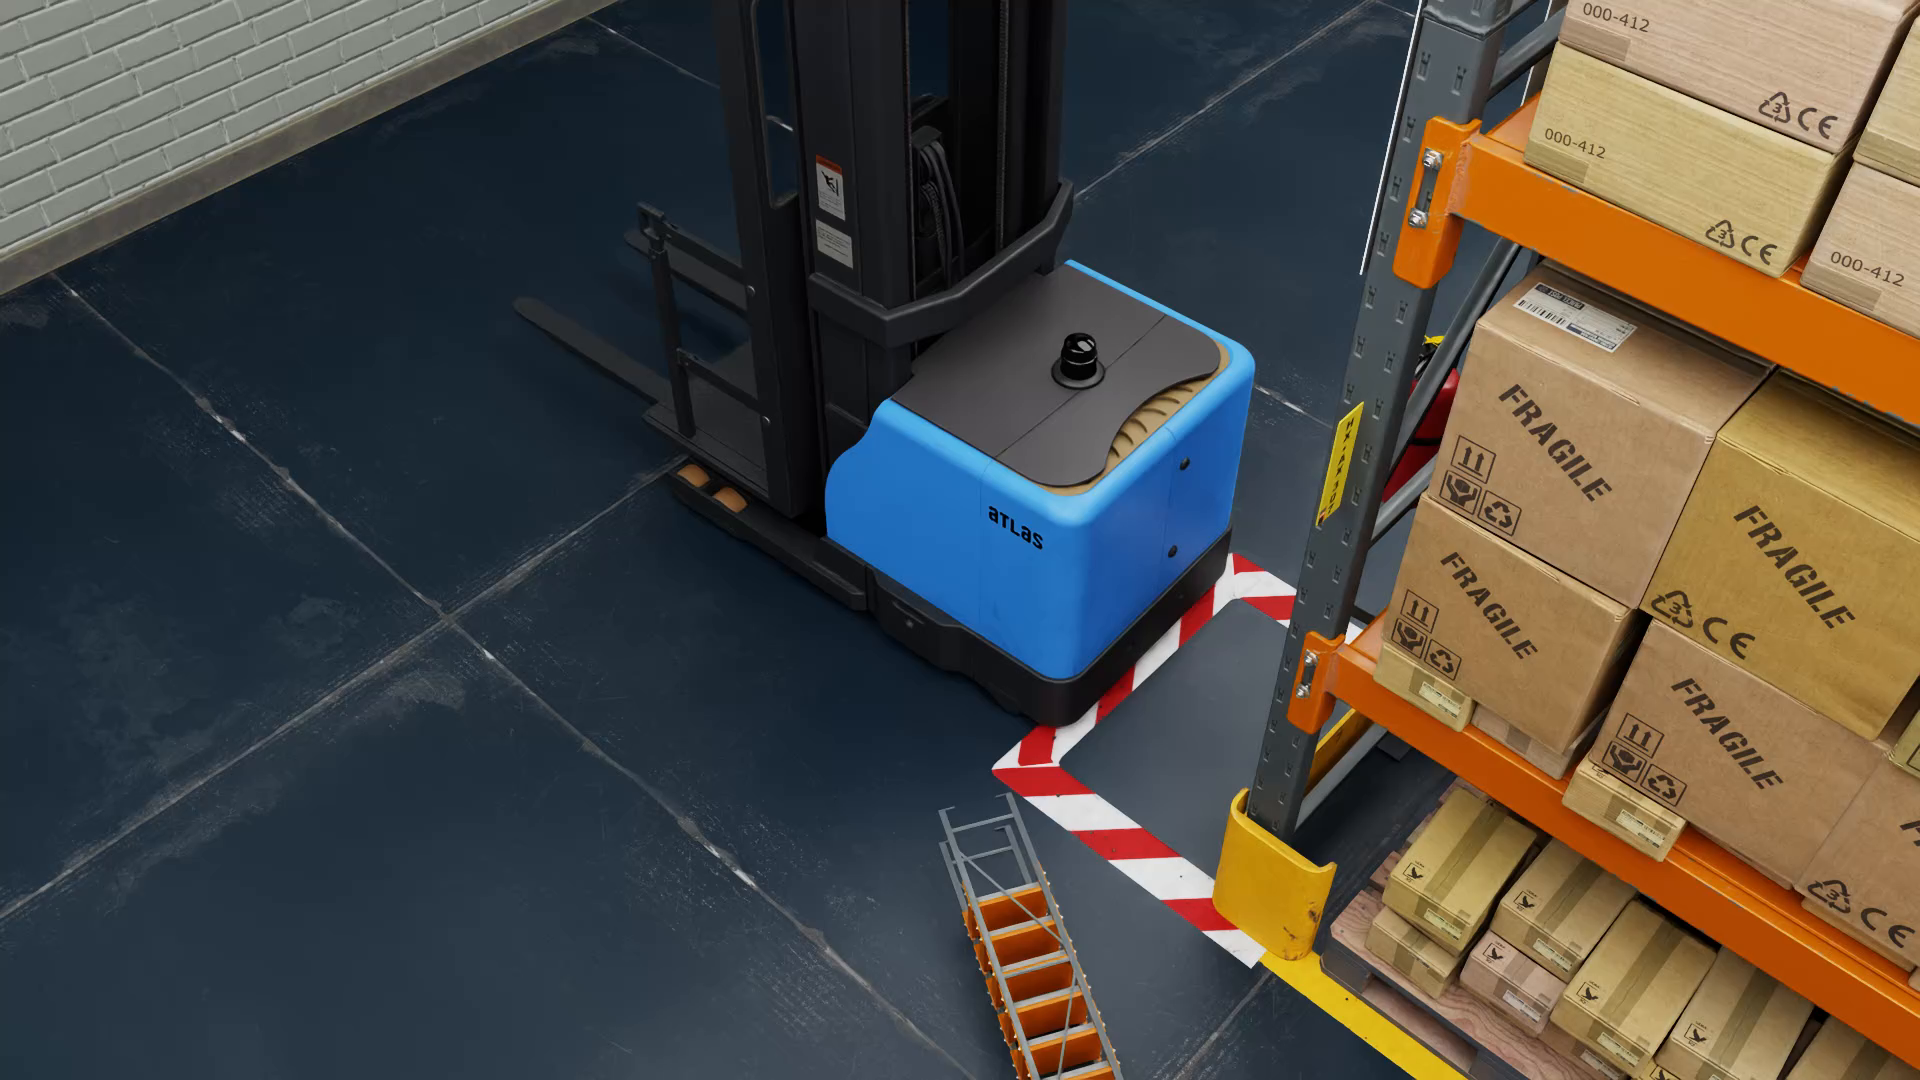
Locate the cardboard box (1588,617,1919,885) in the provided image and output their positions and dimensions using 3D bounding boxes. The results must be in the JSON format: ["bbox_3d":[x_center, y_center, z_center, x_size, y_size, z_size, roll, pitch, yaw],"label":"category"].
[{"bbox_3d":[1.780,0.321,3.618,0.500,0.500,0.500,34,55,28],"label":"cardboard box"}]

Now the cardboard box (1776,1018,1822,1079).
[{"bbox_3d":[2.215,1.468,4.278,0.250,0.149,0.380,31,54,26],"label":"cardboard box"}]

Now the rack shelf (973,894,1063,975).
[{"bbox_3d":[0.174,1.188,5.002,0.258,0.180,0.103,-13,48,-12],"label":"rack shelf"}]

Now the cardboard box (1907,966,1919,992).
[{"bbox_3d":[2.247,0.862,3.555,0.250,0.149,0.380,33,55,27],"label":"cardboard box"}]

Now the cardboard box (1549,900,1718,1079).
[{"bbox_3d":[1.764,1.171,4.353,0.250,0.149,0.380,34,55,28],"label":"cardboard box"}]

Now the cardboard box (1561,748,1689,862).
[{"bbox_3d":[1.619,0.523,3.873,0.250,0.149,0.380,32,55,27],"label":"cardboard box"}]

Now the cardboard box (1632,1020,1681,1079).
[{"bbox_3d":[1.955,1.387,4.353,0.250,0.149,0.380,36,56,29],"label":"cardboard box"}]

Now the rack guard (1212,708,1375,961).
[{"bbox_3d":[1.283,0.729,5.222,0.348,0.500,1.175,34,55,28],"label":"rack guard"}]

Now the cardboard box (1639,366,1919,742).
[{"bbox_3d":[1.752,-0.032,3.264,0.500,0.500,0.500,36,56,29],"label":"cardboard box"}]

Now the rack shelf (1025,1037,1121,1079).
[{"bbox_3d":[0.313,1.522,4.688,0.258,0.180,0.103,-13,48,-12],"label":"rack shelf"}]

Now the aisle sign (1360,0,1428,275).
[{"bbox_3d":[0.970,-0.929,3.282,0.004,0.787,0.394,34,55,28],"label":"aisle sign"}]

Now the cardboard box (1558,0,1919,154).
[{"bbox_3d":[1.380,-0.949,2.786,0.500,0.250,0.500,35,56,28],"label":"cardboard box"}]

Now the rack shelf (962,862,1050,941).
[{"bbox_3d":[0.139,1.104,5.081,0.258,0.180,0.103,-13,48,-12],"label":"rack shelf"}]

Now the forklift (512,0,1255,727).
[{"bbox_3d":[-0.481,-1.300,5.460,3.031,2.935,1.130,32,54,26],"label":"forklift"}]

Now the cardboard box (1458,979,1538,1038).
[{"bbox_3d":[1.643,1.184,4.748,0.250,0.149,0.380,34,55,28],"label":"cardboard box"}]

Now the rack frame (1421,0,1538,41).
[{"bbox_3d":[1.227,-2.217,2.159,0.127,3.000,1.000,34,55,28],"label":"rack frame"}]

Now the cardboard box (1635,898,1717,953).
[{"bbox_3d":[1.840,1.202,4.527,0.250,0.149,0.380,35,56,28],"label":"cardboard box"}]

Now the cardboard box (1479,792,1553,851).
[{"bbox_3d":[1.755,0.817,5.093,0.250,0.149,0.380,35,56,28],"label":"cardboard box"}]

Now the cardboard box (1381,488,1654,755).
[{"bbox_3d":[1.369,0.070,3.854,0.500,0.500,0.500,-36,56,-29],"label":"cardboard box"}]

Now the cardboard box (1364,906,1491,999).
[{"bbox_3d":[1.395,1.099,4.828,0.250,0.149,0.380,35,56,28],"label":"cardboard box"}]

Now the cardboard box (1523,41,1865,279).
[{"bbox_3d":[1.383,-0.780,2.970,0.500,0.250,0.500,36,56,29],"label":"cardboard box"}]

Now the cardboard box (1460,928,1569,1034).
[{"bbox_3d":[1.601,1.129,4.596,0.250,0.149,0.380,34,55,28],"label":"cardboard box"}]

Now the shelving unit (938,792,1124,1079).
[{"bbox_3d":[0.221,1.302,4.894,0.258,0.189,1.200,-13,48,-12],"label":"shelving unit"}]

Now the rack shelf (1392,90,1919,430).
[{"bbox_3d":[2.696,0.045,2.587,4.000,0.370,1.077,34,55,28],"label":"rack shelf"}]

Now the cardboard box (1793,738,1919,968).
[{"bbox_3d":[2.131,0.570,3.385,0.500,0.500,0.500,35,56,28],"label":"cardboard box"}]

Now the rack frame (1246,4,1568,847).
[{"bbox_3d":[1.227,-0.164,4.346,0.127,3.000,1.000,34,55,28],"label":"rack frame"}]

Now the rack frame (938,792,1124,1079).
[{"bbox_3d":[0.221,1.240,4.828,0.240,0.006,1.200,-13,48,-12],"label":"rack frame"}]

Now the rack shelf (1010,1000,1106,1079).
[{"bbox_3d":[0.278,1.439,4.766,0.258,0.180,0.103,-13,48,-12],"label":"rack shelf"}]

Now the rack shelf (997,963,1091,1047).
[{"bbox_3d":[0.243,1.355,4.845,0.258,0.180,0.103,-13,48,-12],"label":"rack shelf"}]

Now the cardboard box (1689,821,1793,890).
[{"bbox_3d":[1.902,0.578,3.822,0.380,0.149,0.250,-36,56,-29],"label":"cardboard box"}]

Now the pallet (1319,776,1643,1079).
[{"bbox_3d":[1.856,1.249,4.933,1.213,0.211,1.003,34,55,28],"label":"pallet"}]

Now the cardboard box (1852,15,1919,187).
[{"bbox_3d":[1.757,-0.697,2.549,0.500,0.250,0.500,33,55,27],"label":"cardboard box"}]

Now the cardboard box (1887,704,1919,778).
[{"bbox_3d":[2.119,0.237,3.011,0.500,0.500,0.500,33,55,27],"label":"cardboard box"}]

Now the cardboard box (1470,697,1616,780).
[{"bbox_3d":[1.458,0.362,4.025,0.250,0.149,0.380,36,56,29],"label":"cardboard box"}]

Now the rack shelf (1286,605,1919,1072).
[{"bbox_3d":[2.696,1.071,3.680,4.000,0.370,1.077,34,55,28],"label":"rack shelf"}]

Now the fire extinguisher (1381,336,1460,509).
[{"bbox_3d":[1.355,-0.382,4.859,0.183,0.674,0.296,34,55,28],"label":"fire extinguisher"}]

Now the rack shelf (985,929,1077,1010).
[{"bbox_3d":[0.208,1.271,4.924,0.258,0.180,0.103,-13,48,-12],"label":"rack shelf"}]

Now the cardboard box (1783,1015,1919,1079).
[{"bbox_3d":[2.200,1.391,4.146,0.250,0.149,0.380,36,56,29],"label":"cardboard box"}]

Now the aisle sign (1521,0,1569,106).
[{"bbox_3d":[1.377,-1.251,3.583,0.004,0.787,0.394,34,55,28],"label":"aisle sign"}]

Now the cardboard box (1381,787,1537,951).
[{"bbox_3d":[1.381,0.906,4.601,0.250,0.149,0.380,32,54,26],"label":"cardboard box"}]

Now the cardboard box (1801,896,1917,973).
[{"bbox_3d":[2.085,0.725,3.684,0.250,0.149,0.380,33,55,27],"label":"cardboard box"}]

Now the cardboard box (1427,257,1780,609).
[{"bbox_3d":[1.377,-0.278,3.495,0.500,0.500,0.500,34,55,27],"label":"cardboard box"}]

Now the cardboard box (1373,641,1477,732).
[{"bbox_3d":[1.242,0.258,4.123,0.250,0.149,0.380,34,55,27],"label":"cardboard box"}]

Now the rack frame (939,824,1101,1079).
[{"bbox_3d":[0.221,1.365,4.961,0.240,0.006,1.200,-13,48,-12],"label":"rack frame"}]

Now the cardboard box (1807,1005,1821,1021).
[{"bbox_3d":[2.319,1.119,4.606,0.250,0.149,0.380,33,55,27],"label":"cardboard box"}]

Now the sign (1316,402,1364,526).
[{"bbox_3d":[0.859,-0.169,3.758,0.005,0.325,0.100,34,55,28],"label":"sign"}]

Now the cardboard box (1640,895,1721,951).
[{"bbox_3d":[2.148,1.066,4.859,0.250,0.149,0.380,34,55,28],"label":"cardboard box"}]

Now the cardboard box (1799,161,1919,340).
[{"bbox_3d":[1.767,-0.518,2.724,0.500,0.250,0.500,36,56,29],"label":"cardboard box"}]

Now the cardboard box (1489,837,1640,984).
[{"bbox_3d":[1.666,0.978,4.534,0.250,0.149,0.380,35,56,28],"label":"cardboard box"}]

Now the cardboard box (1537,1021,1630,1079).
[{"bbox_3d":[1.830,1.303,4.636,0.250,0.149,0.380,35,56,28],"label":"cardboard box"}]

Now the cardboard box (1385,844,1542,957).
[{"bbox_3d":[1.438,0.963,4.752,0.380,0.149,0.250,-36,56,-29],"label":"cardboard box"}]

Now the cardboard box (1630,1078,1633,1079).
[{"bbox_3d":[1.943,1.489,4.462,0.250,0.149,0.380,35,56,28],"label":"cardboard box"}]

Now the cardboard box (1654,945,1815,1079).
[{"bbox_3d":[2.002,1.249,4.279,0.250,0.149,0.380,31,54,26],"label":"cardboard box"}]

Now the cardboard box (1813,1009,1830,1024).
[{"bbox_3d":[2.569,1.274,4.664,0.250,0.149,0.380,32,54,26],"label":"cardboard box"}]
